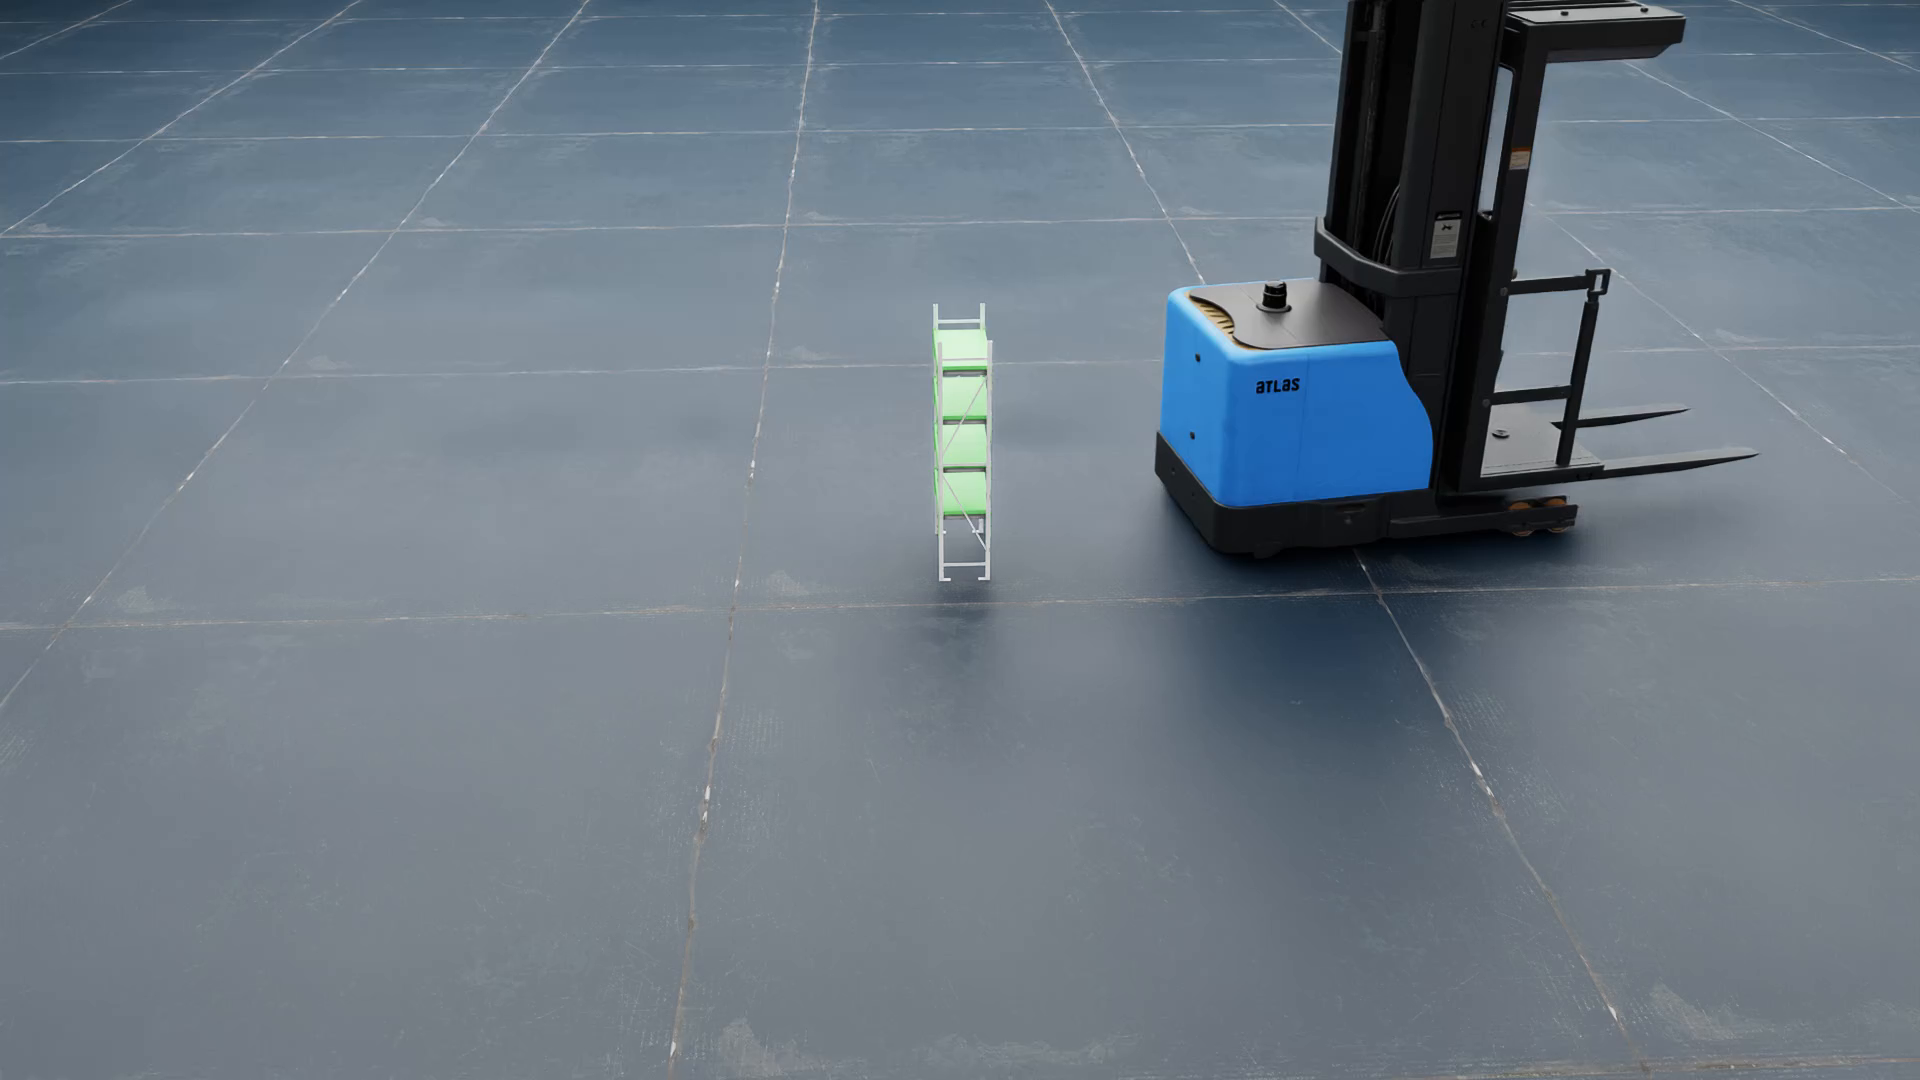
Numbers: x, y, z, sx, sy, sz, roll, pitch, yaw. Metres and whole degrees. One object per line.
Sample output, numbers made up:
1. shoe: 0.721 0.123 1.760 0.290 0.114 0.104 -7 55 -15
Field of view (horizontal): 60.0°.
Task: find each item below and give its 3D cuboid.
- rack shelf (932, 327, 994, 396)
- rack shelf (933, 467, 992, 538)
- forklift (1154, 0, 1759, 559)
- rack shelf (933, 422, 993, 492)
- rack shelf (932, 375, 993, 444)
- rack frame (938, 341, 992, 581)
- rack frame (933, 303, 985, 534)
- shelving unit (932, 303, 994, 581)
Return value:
1. rack shelf: 0.009 -0.824 7.634 0.258 0.148 0.480 -1 28 -3
2. rack shelf: 0.009 -0.186 7.966 0.258 0.148 0.480 -1 28 -3
3. forklift: 2.600 -1.549 8.051 3.031 2.935 1.130 -6 28 -11
4. rack shelf: 0.009 -0.399 7.856 0.258 0.148 0.480 -1 28 -3
5. rack shelf: 0.009 -0.612 7.745 0.258 0.148 0.480 -1 28 -3
6. rack frame: 0.021 -0.343 7.610 0.240 1.200 0.015 -1 28 -3
7. rack frame: -0.004 -0.568 8.042 0.240 1.200 0.015 -1 28 -3
8. shelving unit: 0.009 -0.456 7.826 0.258 1.200 0.503 -1 28 -3
